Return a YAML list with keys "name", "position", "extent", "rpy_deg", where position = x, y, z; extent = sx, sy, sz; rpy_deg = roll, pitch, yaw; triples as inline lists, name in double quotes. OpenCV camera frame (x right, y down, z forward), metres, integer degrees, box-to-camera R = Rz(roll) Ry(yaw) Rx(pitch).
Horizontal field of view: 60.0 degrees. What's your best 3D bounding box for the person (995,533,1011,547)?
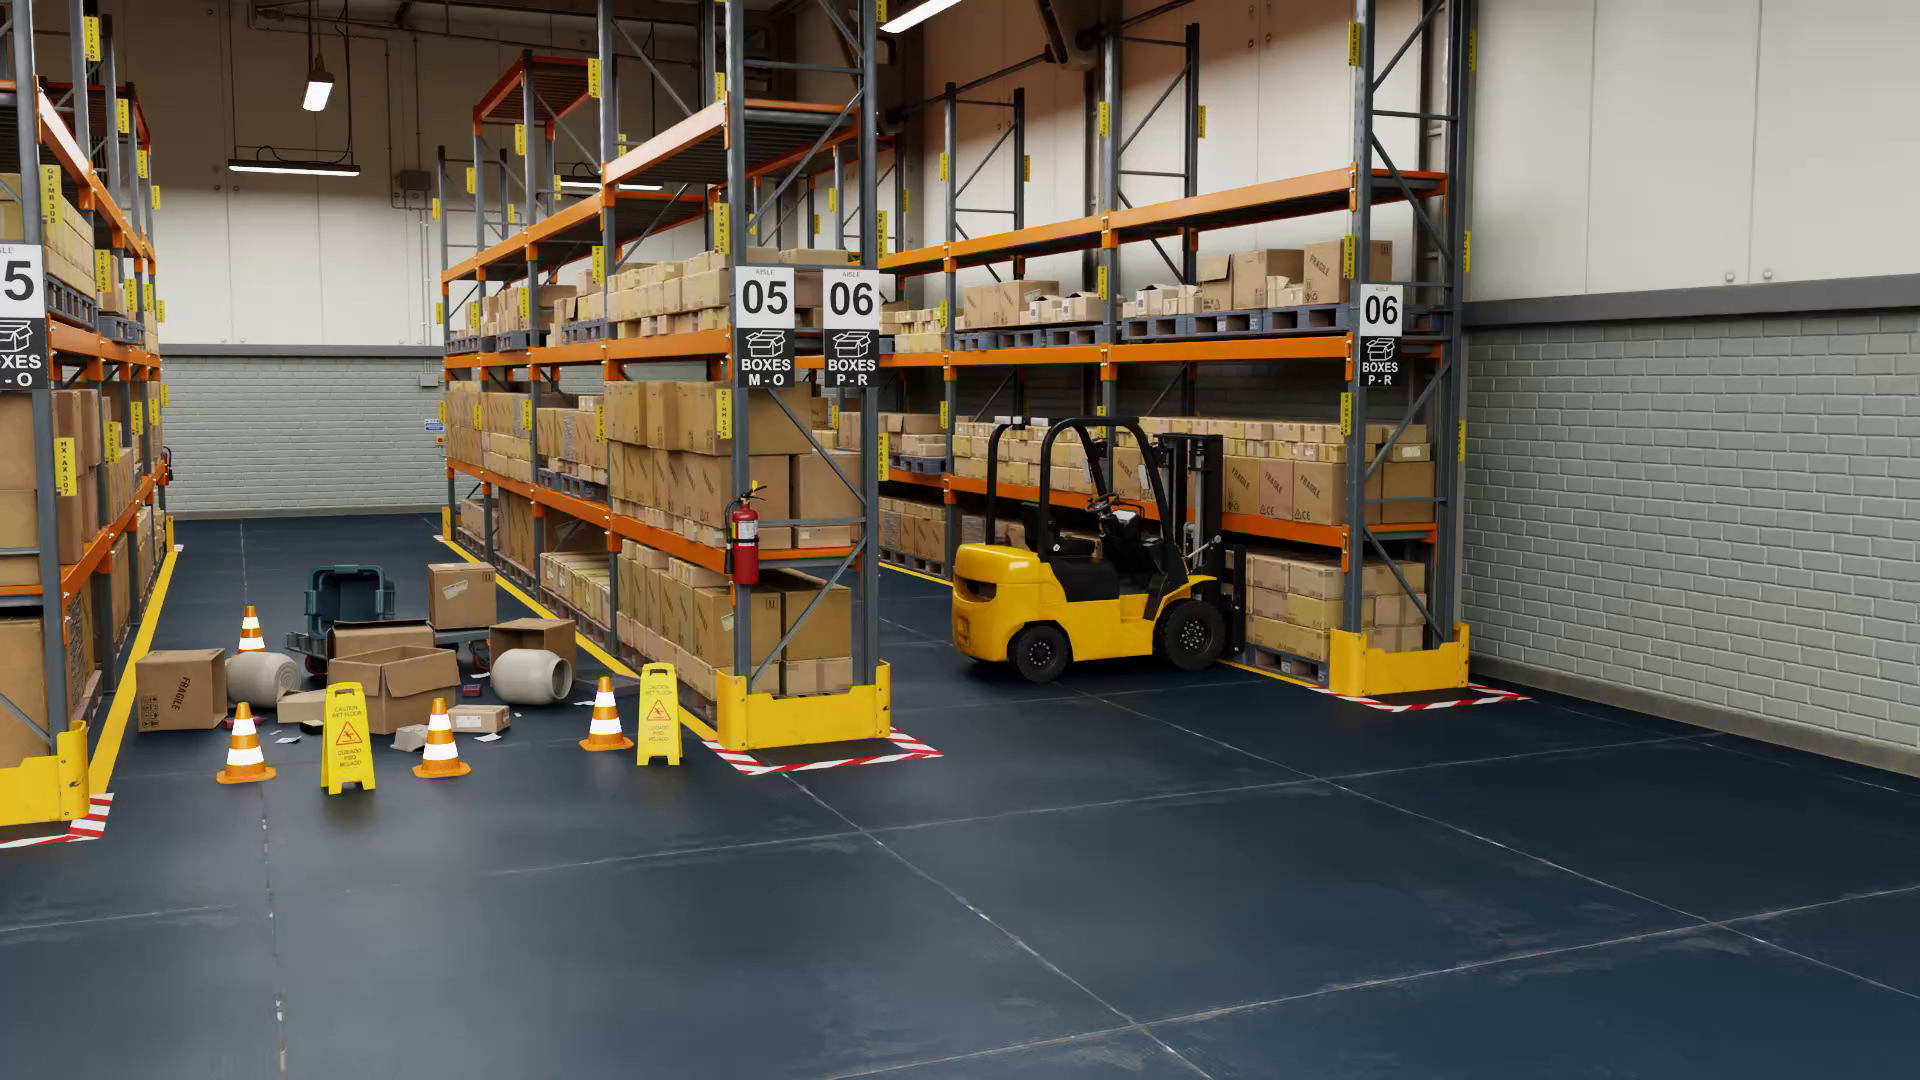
- name: "person"
  position: [0.305, 0.376, 16.975]
  extent: [0.492, 0.933, 0.798]
  rpy_deg: [-2, 6, -24]
